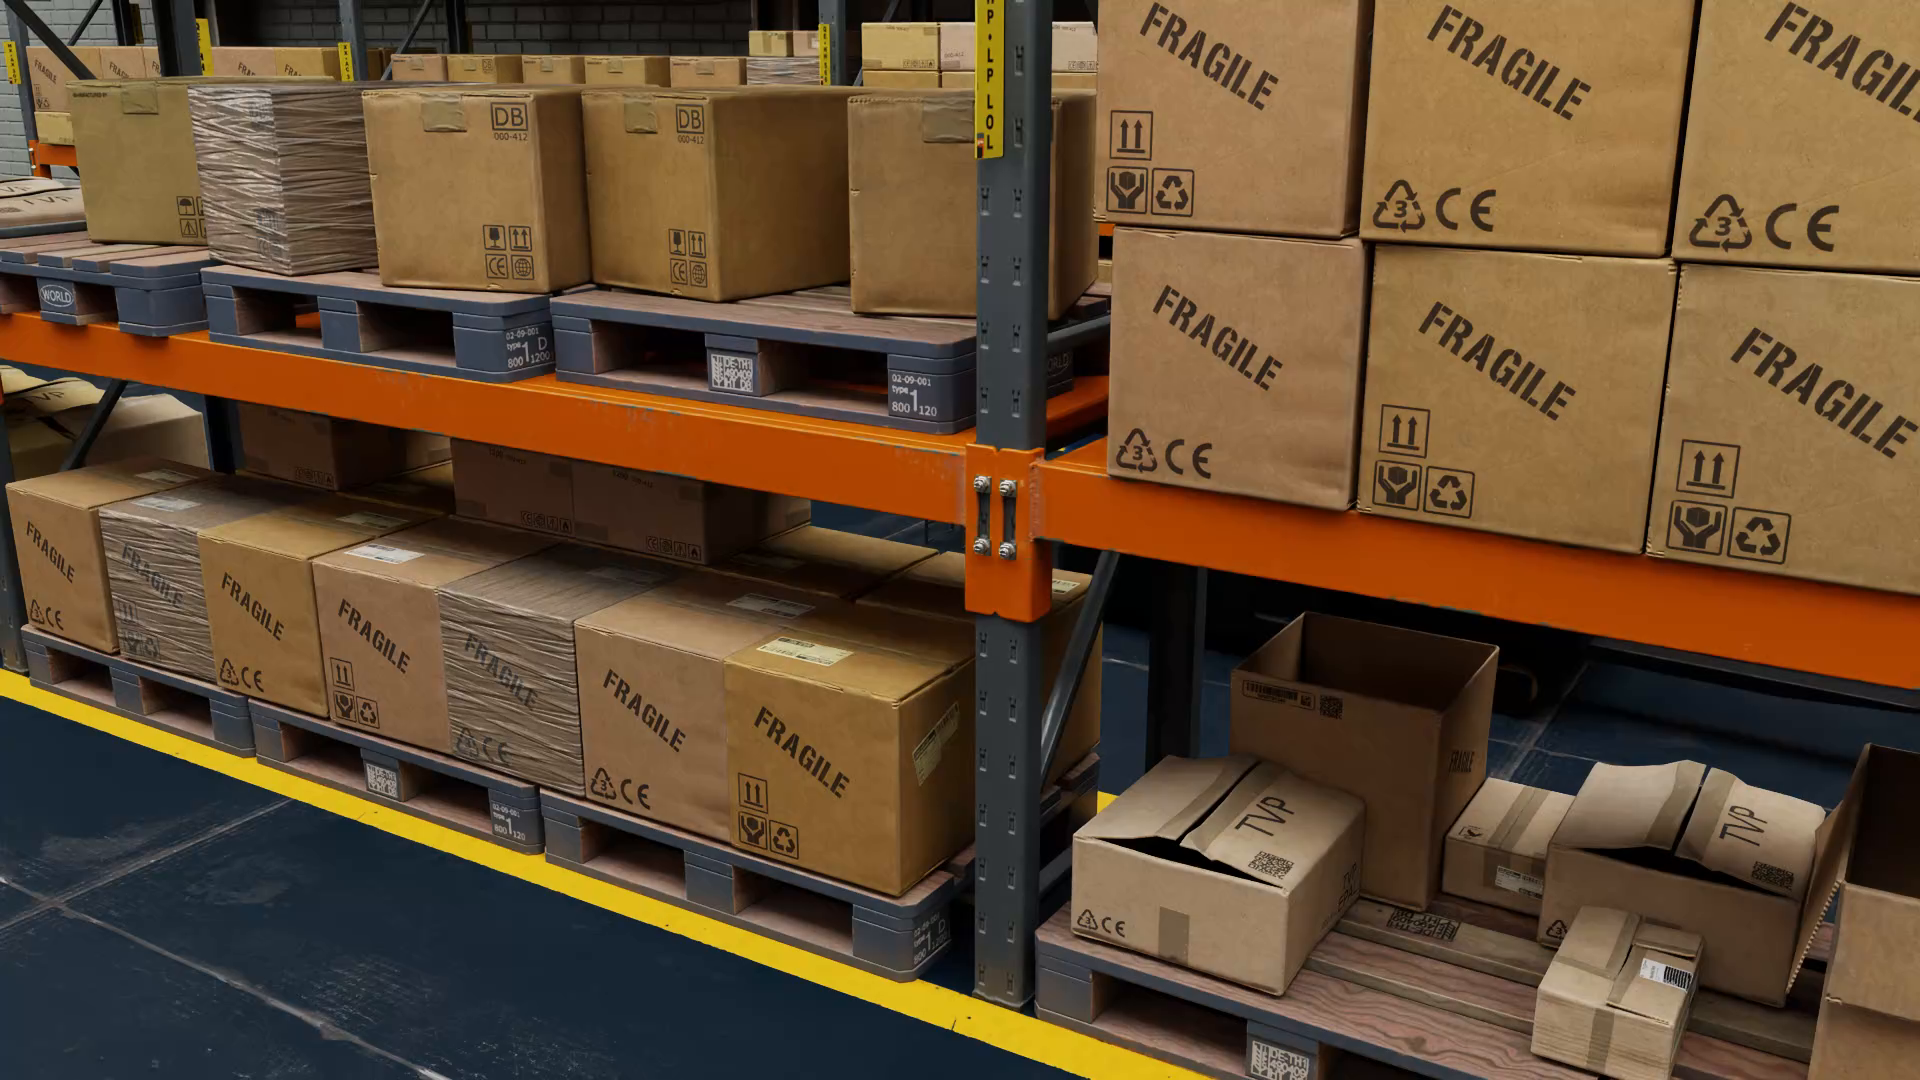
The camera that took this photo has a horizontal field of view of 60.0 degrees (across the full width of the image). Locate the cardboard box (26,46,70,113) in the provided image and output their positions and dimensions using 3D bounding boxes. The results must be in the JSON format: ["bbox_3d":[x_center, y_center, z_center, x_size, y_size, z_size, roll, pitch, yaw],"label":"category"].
[{"bbox_3d":[-7.043,-3.686,13.290,0.500,0.500,0.500,10,20,30],"label":"cardboard box"}]

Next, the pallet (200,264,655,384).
[{"bbox_3d":[-1.405,-0.706,4.875,1.213,0.211,1.003,10,20,30],"label":"pallet"}]

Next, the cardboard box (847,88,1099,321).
[{"bbox_3d":[0.057,-0.860,4.158,0.500,0.500,0.700,4,17,12],"label":"cardboard box"}]

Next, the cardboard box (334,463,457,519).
[{"bbox_3d":[-1.704,0.056,5.580,0.500,0.500,0.500,9,19,28],"label":"cardboard box"}]

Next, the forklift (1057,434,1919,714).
[{"bbox_3d":[1.879,-1.003,5.641,3.031,2.935,1.130,11,20,33],"label":"forklift"}]

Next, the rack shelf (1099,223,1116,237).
[{"bbox_3d":[1.229,-1.672,8.961,4.000,0.370,1.077,10,20,30],"label":"rack shelf"}]

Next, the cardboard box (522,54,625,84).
[{"bbox_3d":[-2.418,-2.922,10.910,0.500,0.500,0.700,13,21,38],"label":"cardboard box"}]

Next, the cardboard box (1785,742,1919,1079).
[{"bbox_3d":[1.948,0.784,3.176,0.637,0.503,0.797,10,20,30],"label":"cardboard box"}]

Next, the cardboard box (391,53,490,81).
[{"bbox_3d":[-3.468,-3.101,11.500,0.500,0.500,0.700,10,20,30],"label":"cardboard box"}]

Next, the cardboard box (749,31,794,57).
[{"bbox_3d":[-1.067,-2.979,9.983,0.250,0.149,0.380,7,18,21],"label":"cardboard box"}]

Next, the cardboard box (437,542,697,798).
[{"bbox_3d":[-1.070,0.344,4.633,0.500,0.500,0.500,10,20,31],"label":"cardboard box"}]

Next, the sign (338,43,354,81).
[{"bbox_3d":[-4.161,-3.207,11.289,0.005,0.325,0.100,10,20,30],"label":"sign"}]

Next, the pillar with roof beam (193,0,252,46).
[{"bbox_3d":[-8.496,-5.449,9.837,0.400,9.000,9.100,10,20,30],"label":"pillar with roof beam"}]

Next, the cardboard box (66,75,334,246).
[{"bbox_3d":[-2.469,-1.273,5.518,0.500,0.500,0.700,4,17,12],"label":"cardboard box"}]

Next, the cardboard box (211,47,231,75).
[{"bbox_3d":[-5.300,-3.374,12.262,0.500,0.500,0.500,9,19,28],"label":"cardboard box"}]

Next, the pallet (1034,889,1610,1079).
[{"bbox_3d":[0.929,0.955,3.875,1.213,0.211,1.003,10,20,30],"label":"pallet"}]

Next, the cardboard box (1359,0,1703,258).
[{"bbox_3d":[1.038,-0.791,2.931,0.500,0.500,0.500,9,19,28],"label":"cardboard box"}]

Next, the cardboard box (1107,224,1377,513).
[{"bbox_3d":[0.636,-0.387,3.322,0.500,0.500,0.500,11,20,31],"label":"cardboard box"}]

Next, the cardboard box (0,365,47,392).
[{"bbox_3d":[-4.242,-0.555,7.089,0.500,0.311,0.500,10,19,29],"label":"cardboard box"}]

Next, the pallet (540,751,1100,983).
[{"bbox_3d":[-0.369,0.736,4.596,1.213,0.211,1.003,10,20,30],"label":"pallet"}]

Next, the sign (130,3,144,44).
[{"bbox_3d":[-6.985,-4.377,14.092,0.005,0.325,0.100,10,20,30],"label":"sign"}]

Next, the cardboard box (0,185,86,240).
[{"bbox_3d":[-3.352,-1.116,6.048,0.500,0.311,0.500,12,20,33],"label":"cardboard box"}]

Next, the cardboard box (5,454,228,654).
[{"bbox_3d":[-2.826,0.033,5.656,0.500,0.500,0.500,11,20,32],"label":"cardboard box"}]

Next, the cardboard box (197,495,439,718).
[{"bbox_3d":[-1.952,0.189,5.143,0.500,0.500,0.500,10,19,29],"label":"cardboard box"}]

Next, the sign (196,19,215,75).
[{"bbox_3d":[-2.789,-1.745,6.108,0.005,0.325,0.100,10,20,30],"label":"sign"}]

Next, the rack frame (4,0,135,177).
[{"bbox_3d":[-7.292,-3.537,13.864,0.127,3.000,1.000,10,20,30],"label":"rack frame"}]

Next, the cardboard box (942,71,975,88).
[{"bbox_3d":[0.246,-2.301,9.076,0.500,0.500,0.500,11,20,32],"label":"cardboard box"}]

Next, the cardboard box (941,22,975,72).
[{"bbox_3d":[0.235,-2.664,8.982,0.500,0.250,0.500,10,19,29],"label":"cardboard box"}]

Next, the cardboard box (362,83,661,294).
[{"bbox_3d":[-1.194,-0.986,4.573,0.500,0.500,0.700,5,18,16],"label":"cardboard box"}]

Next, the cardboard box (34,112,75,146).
[{"bbox_3d":[-7.043,-3.322,13.380,0.500,0.250,0.500,9,19,28],"label":"cardboard box"}]

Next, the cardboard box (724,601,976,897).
[{"bbox_3d":[-0.226,0.497,4.127,0.500,0.500,0.500,10,20,30],"label":"cardboard box"}]

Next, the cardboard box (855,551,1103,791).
[{"bbox_3d":[0.059,0.367,4.554,0.500,0.500,0.500,9,19,28],"label":"cardboard box"}]

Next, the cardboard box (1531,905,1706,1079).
[{"bbox_3d":[1.331,0.908,3.350,0.250,0.166,0.380,10,20,30],"label":"cardboard box"}]

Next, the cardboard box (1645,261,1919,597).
[{"bbox_3d":[1.499,-0.233,2.816,0.500,0.500,0.500,10,20,30],"label":"cardboard box"}]

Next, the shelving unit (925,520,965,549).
[{"bbox_3d":[-0.012,-0.576,7.214,0.189,1.200,0.258,10,20,30],"label":"shelving unit"}]

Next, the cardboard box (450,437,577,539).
[{"bbox_3d":[-1.220,-0.220,5.197,0.500,0.250,0.500,10,19,29],"label":"cardboard box"}]

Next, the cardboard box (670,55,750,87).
[{"bbox_3d":[-1.371,-2.726,10.264,0.500,0.500,0.700,8,19,25],"label":"cardboard box"}]

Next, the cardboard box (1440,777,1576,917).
[{"bbox_3d":[1.329,0.728,3.972,0.250,0.149,0.380,10,20,30],"label":"cardboard box"}]

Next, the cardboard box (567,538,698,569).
[{"bbox_3d":[-0.823,0.211,5.069,0.500,0.500,0.500,10,20,31],"label":"cardboard box"}]

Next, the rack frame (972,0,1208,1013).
[{"bbox_3d":[0.344,-0.484,3.814,0.127,3.000,1.000,10,20,30],"label":"rack frame"}]

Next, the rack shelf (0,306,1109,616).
[{"bbox_3d":[-1.360,-0.444,4.920,4.000,0.370,1.077,10,20,30],"label":"rack shelf"}]

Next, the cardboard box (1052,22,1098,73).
[{"bbox_3d":[0.663,-2.589,8.735,0.500,0.250,0.500,10,20,30],"label":"cardboard box"}]

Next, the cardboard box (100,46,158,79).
[{"bbox_3d":[-6.190,-3.529,12.770,0.500,0.500,0.500,9,19,28],"label":"cardboard box"}]

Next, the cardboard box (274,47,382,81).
[{"bbox_3d":[-4.448,-3.220,11.755,0.500,0.500,0.500,10,20,30],"label":"cardboard box"}]

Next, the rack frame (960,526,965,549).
[{"bbox_3d":[0.066,-0.562,7.168,0.006,1.200,0.240,10,20,30],"label":"rack frame"}]

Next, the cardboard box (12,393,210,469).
[{"bbox_3d":[-3.357,-0.399,6.576,0.500,0.311,0.500,11,20,32],"label":"cardboard box"}]

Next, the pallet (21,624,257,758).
[{"bbox_3d":[-2.448,0.365,5.818,1.213,0.211,1.003,10,20,30],"label":"pallet"}]

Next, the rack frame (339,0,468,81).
[{"bbox_3d":[-3.884,-2.928,11.861,0.127,3.000,1.000,10,20,30],"label":"rack frame"}]
